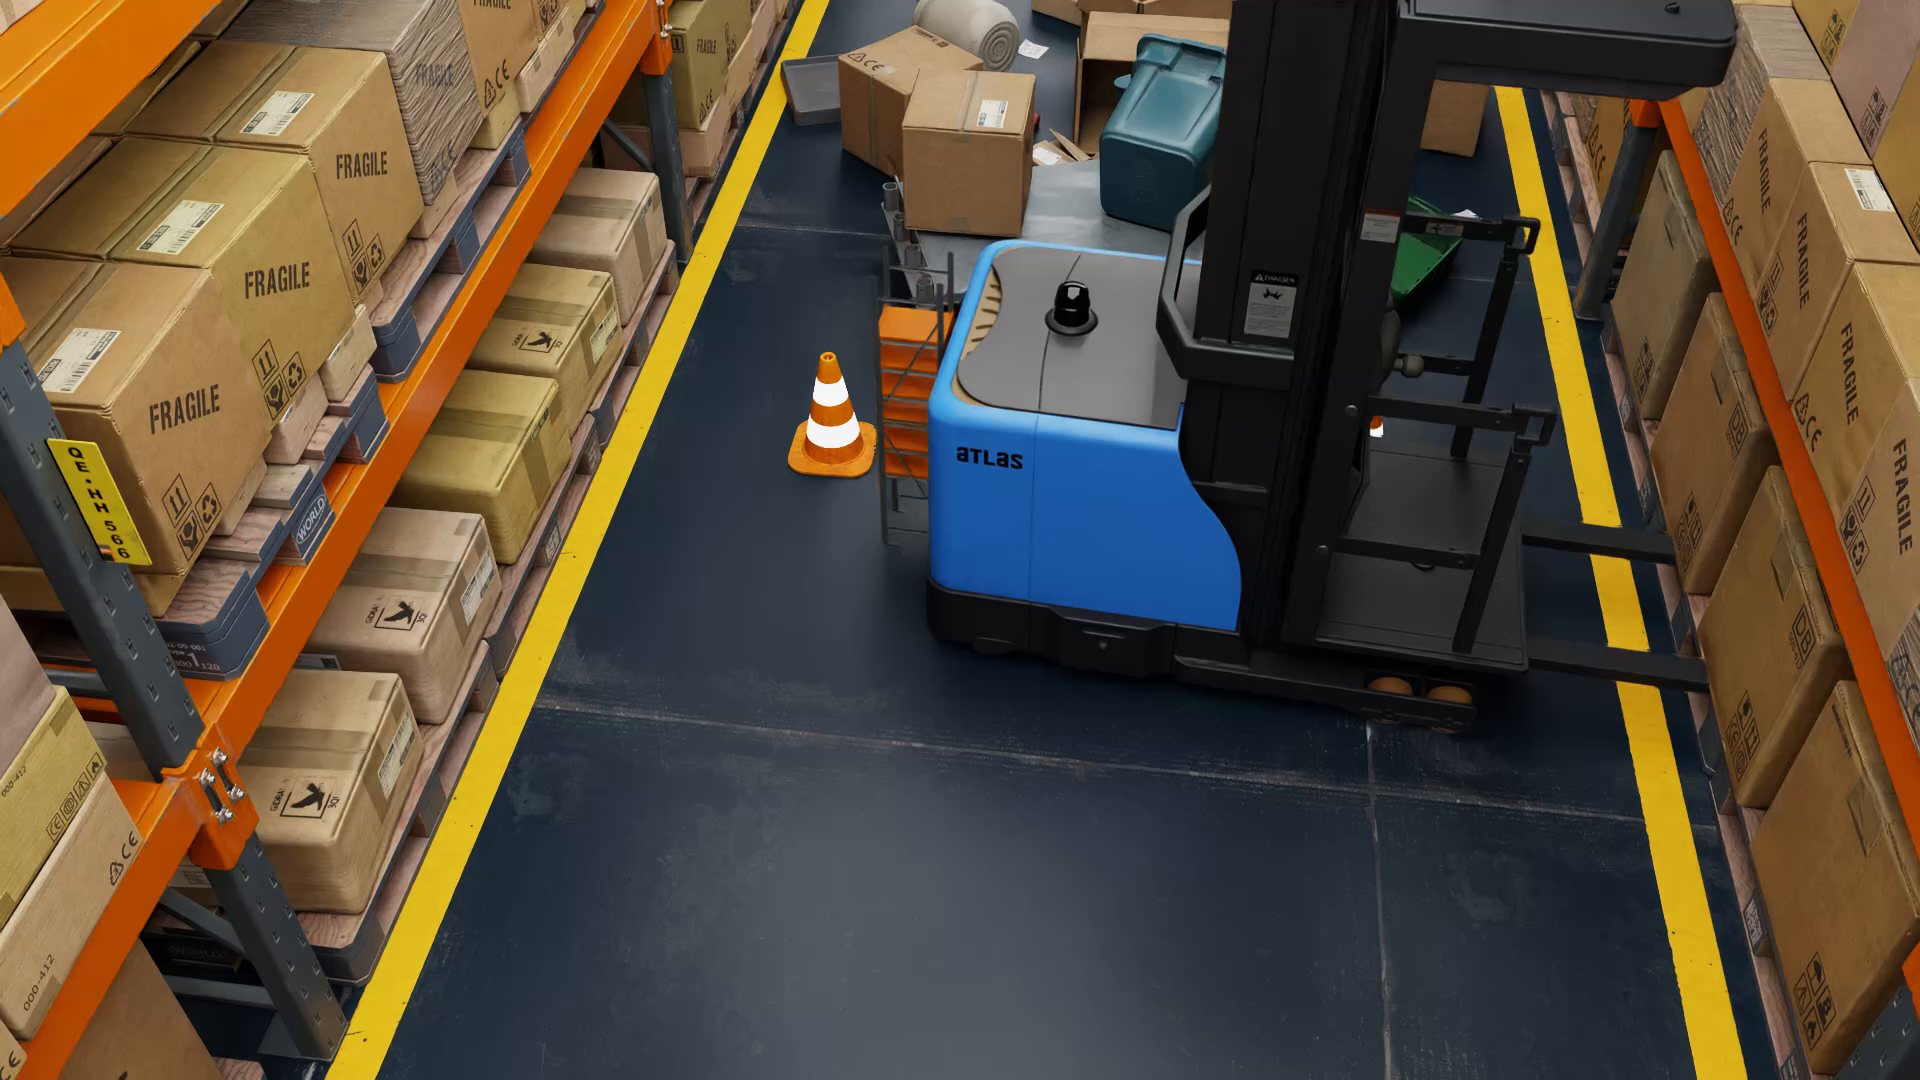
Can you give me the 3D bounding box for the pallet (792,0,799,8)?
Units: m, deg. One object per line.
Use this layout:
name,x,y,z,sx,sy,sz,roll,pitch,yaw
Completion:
pallet,-1.351,-3.536,9.831,1.003,0.211,1.213,5,44,6

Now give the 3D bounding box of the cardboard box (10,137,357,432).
cardboard box,-1.905,-0.637,4.147,0.500,0.500,0.500,7,44,8

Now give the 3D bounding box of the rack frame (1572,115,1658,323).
rack frame,3.193,-2.044,6.227,1.000,3.000,0.127,5,44,6

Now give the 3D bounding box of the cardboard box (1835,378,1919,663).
cardboard box,2.525,-0.025,4.023,0.500,0.500,0.500,5,44,6

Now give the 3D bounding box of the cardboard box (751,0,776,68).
cardboard box,-1.255,-2.683,8.597,0.500,0.250,0.500,5,44,5

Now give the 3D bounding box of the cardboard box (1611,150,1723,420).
cardboard box,3.200,-0.948,6.401,1.050,0.750,0.750,5,44,5

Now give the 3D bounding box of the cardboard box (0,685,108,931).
cardboard box,-2.068,0.527,3.257,0.500,0.250,0.500,5,44,5

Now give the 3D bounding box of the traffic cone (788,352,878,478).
traffic cone,-0.503,-0.532,6.475,0.336,0.463,0.334,5,44,6

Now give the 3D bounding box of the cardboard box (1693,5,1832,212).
cardboard box,2.790,-1.402,5.477,0.500,0.500,0.500,6,44,6

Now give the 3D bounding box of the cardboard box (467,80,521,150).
cardboard box,-1.671,-1.417,5.442,0.380,0.149,0.250,5,44,5

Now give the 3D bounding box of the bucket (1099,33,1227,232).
bucket,0.925,-1.710,7.149,0.726,0.611,0.620,20,57,20

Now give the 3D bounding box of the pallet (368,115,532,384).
pallet,-2.035,-0.982,5.245,1.003,0.211,1.213,5,44,6

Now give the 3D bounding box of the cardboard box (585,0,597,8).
cardboard box,-1.522,-2.111,6.175,0.380,0.149,0.250,6,44,6

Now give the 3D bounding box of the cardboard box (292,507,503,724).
cardboard box,-2.082,0.215,5.447,0.950,0.372,0.625,4,44,5

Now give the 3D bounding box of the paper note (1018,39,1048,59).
paper note,0.389,-2.679,9.065,0.148,0.019,0.142,20,47,20

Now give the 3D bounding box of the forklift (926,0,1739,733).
forklift,1.454,-0.819,4.983,3.031,2.935,1.130,8,44,8

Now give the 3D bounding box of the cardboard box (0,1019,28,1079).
cardboard box,-2.118,1.073,3.044,0.500,0.250,0.500,6,44,6

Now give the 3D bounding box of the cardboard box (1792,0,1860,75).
cardboard box,3.067,-1.754,5.121,0.700,0.500,0.500,5,44,5

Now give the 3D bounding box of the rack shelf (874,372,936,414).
rack shelf,-0.156,-0.524,5.821,0.258,0.103,0.180,7,44,7

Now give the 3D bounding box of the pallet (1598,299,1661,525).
pallet,3.165,-0.499,6.623,1.003,0.211,1.213,5,44,6

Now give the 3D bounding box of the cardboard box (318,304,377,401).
cardboard box,-1.819,-0.522,4.497,0.380,0.149,0.250,5,44,6

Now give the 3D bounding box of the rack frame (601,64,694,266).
rack frame,-1.727,-2.425,6.630,1.000,3.000,0.127,5,44,6

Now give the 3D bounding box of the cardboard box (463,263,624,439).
cardboard box,-1.886,-0.776,6.493,0.950,0.372,0.625,8,44,8

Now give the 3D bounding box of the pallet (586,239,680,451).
pallet,-1.829,-0.882,7.028,1.003,0.211,1.213,5,44,6

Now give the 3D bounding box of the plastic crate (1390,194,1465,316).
plastic crate,1.917,-1.281,7.425,0.450,0.188,0.662,35,53,18

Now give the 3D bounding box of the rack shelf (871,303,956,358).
rack shelf,-0.156,-0.699,5.656,0.258,0.103,0.180,7,44,7

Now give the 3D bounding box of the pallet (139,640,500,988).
pallet,-2.151,0.781,5.272,1.003,0.211,1.213,5,44,6

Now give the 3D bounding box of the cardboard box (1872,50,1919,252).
cardboard box,2.932,-1.065,4.394,0.700,0.500,0.500,5,44,5

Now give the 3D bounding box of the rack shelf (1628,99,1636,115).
rack shelf,3.457,-3.146,7.914,1.077,0.370,4.000,5,44,6

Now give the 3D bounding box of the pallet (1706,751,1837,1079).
pallet,2.843,1.164,4.867,1.003,0.211,1.213,5,44,6

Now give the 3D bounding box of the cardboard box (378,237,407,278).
cardboard box,-1.866,-0.890,4.885,0.380,0.149,0.250,7,44,7

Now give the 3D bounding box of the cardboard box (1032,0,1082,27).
cardboard box,0.631,-3.040,9.352,0.380,0.149,0.250,28,50,26

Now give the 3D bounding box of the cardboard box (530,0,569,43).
cardboard box,-1.625,-2.048,5.637,0.500,0.500,0.500,5,44,6

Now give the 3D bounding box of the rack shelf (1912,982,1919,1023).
rack shelf,2.399,2.306,2.156,1.077,0.370,4.000,5,44,6

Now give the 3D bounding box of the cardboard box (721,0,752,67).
cardboard box,-1.323,-2.595,7.958,0.500,0.500,0.500,7,44,7

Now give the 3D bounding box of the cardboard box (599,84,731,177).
cardboard box,-1.382,-1.957,7.829,0.500,0.250,0.500,3,44,4

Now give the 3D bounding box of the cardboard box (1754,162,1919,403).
cardboard box,2.654,-0.716,4.752,0.500,0.500,0.500,6,44,6

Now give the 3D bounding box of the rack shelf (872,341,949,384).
rack shelf,-0.156,-0.611,5.739,0.258,0.103,0.180,7,44,7

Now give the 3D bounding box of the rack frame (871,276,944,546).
rack frame,-0.172,-0.408,5.808,0.240,1.200,0.006,7,44,7

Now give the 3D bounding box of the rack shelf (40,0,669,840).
rack shelf,-1.992,-0.801,5.437,1.077,0.370,4.000,5,44,6

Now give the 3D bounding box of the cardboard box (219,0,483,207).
cardboard box,-1.768,-1.340,4.889,0.500,0.500,0.500,4,44,4

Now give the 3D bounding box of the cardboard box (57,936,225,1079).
cardboard box,-2.430,1.383,3.848,0.875,0.875,0.875,5,44,5

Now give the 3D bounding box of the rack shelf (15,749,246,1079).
rack shelf,-2.520,1.925,2.558,1.077,0.370,4.000,5,44,6

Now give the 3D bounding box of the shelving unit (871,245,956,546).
shelving unit,-0.156,-0.469,5.873,0.258,1.200,0.189,7,44,7

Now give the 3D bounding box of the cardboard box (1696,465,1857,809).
cardboard box,2.946,0.343,5.036,1.050,0.750,0.750,6,44,6

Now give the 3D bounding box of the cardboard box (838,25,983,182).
cardboard box,-0.237,-2.125,8.129,0.500,0.500,0.500,-32,52,-29

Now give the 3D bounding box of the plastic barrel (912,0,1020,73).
plastic barrel,0.029,-2.670,8.762,0.421,0.421,0.512,-32,52,-29

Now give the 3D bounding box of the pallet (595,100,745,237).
pallet,-1.673,-1.874,8.075,1.003,0.211,1.213,5,44,6

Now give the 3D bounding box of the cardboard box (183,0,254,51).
cardboard box,-2.275,-1.400,4.953,0.500,0.500,0.500,4,44,4

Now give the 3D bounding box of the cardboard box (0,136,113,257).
cardboard box,-2.414,-0.684,4.197,0.500,0.500,0.500,5,44,5

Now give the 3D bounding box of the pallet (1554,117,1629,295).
pallet,3.371,-1.543,7.726,1.003,0.211,1.213,5,44,6

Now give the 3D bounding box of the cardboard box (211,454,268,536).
cardboard box,-1.958,-0.155,4.109,0.380,0.149,0.250,3,44,3

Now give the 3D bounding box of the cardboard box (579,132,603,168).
cardboard box,-1.916,-2.007,7.882,0.500,0.250,0.500,7,44,7

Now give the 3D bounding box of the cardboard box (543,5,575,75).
cardboard box,-1.573,-1.754,5.798,0.380,0.149,0.250,5,44,5

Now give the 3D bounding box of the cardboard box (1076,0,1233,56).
cardboard box,1.079,-2.818,8.860,0.797,0.503,0.637,-24,48,-23

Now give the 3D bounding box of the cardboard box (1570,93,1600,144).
cardboard box,3.461,-2.462,7.908,0.875,0.875,0.875,6,44,6
